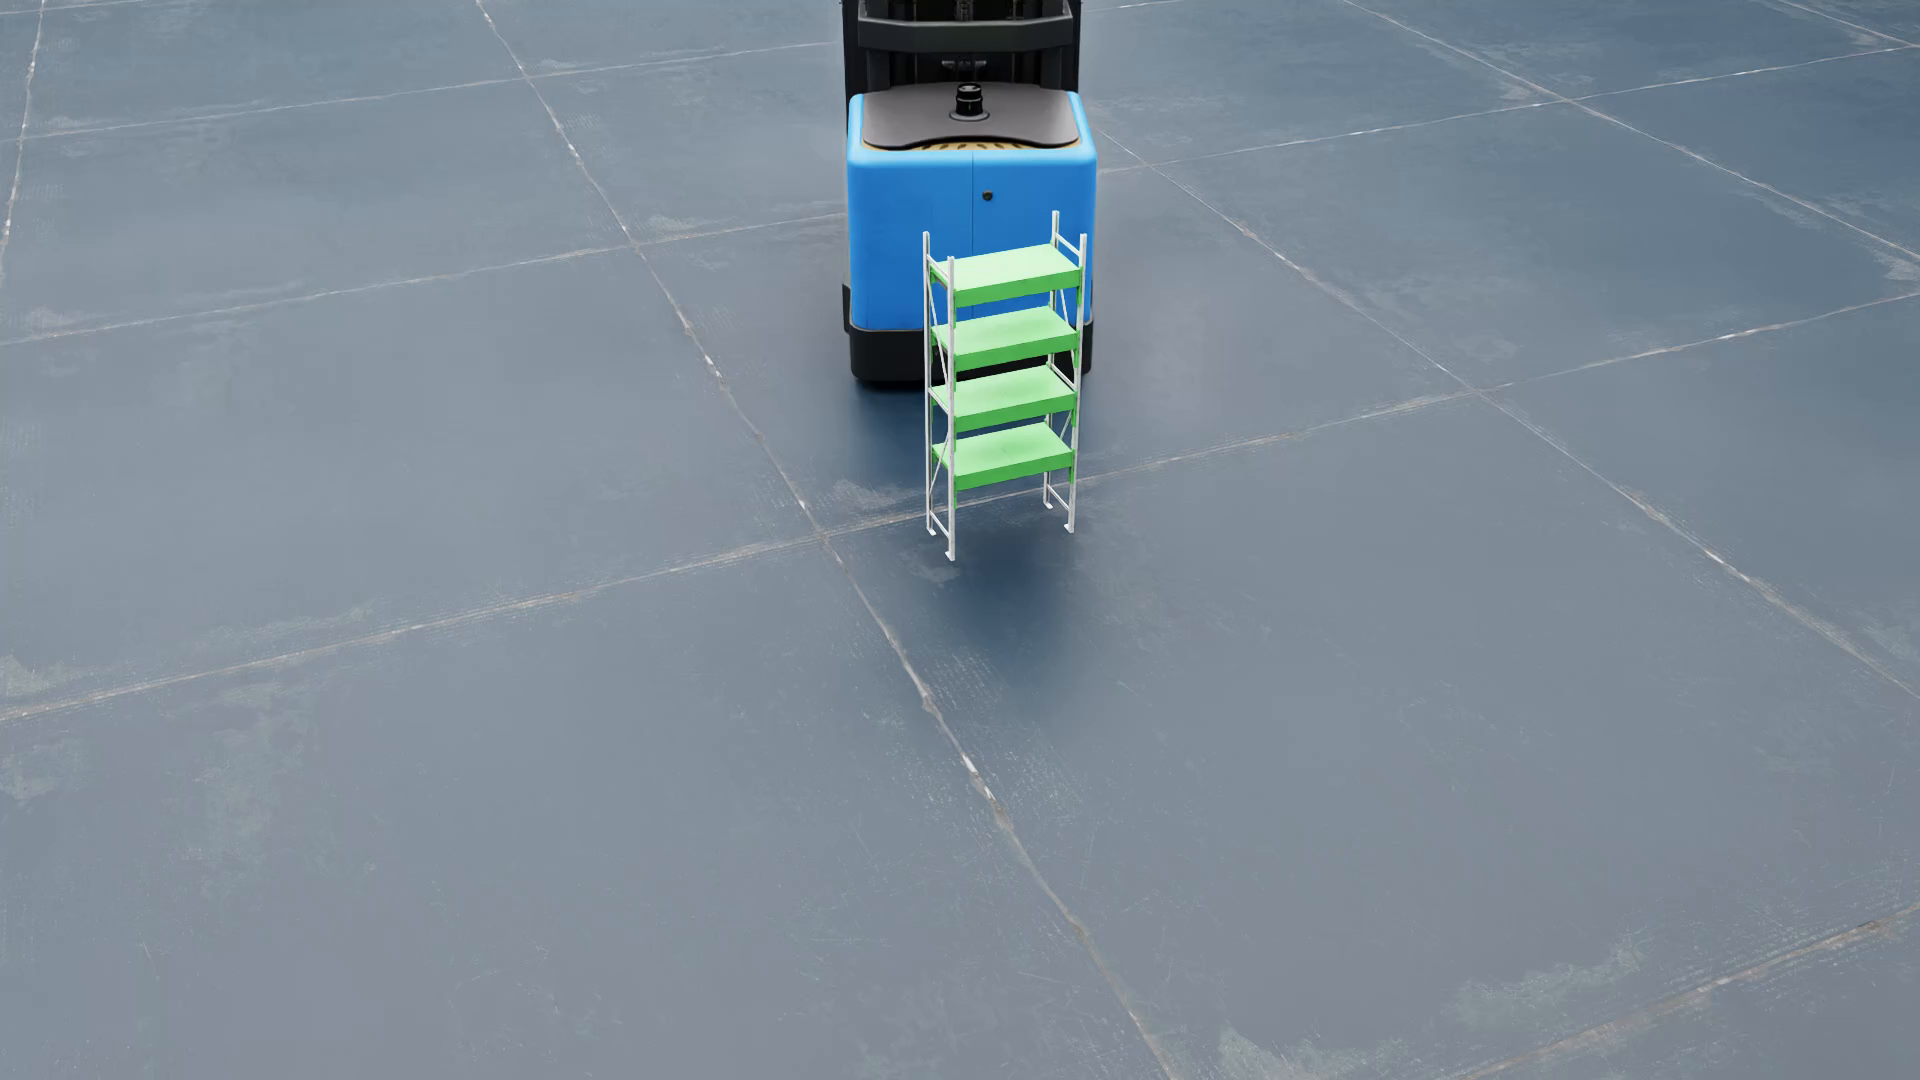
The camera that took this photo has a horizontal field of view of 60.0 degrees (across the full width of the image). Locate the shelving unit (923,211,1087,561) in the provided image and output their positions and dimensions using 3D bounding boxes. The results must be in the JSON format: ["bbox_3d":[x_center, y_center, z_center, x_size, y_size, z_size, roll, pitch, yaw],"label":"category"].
[{"bbox_3d":[0.153,-0.538,5.976,0.503,1.200,0.258,-13,35,-19],"label":"shelving unit"}]

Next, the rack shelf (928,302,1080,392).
[{"bbox_3d":[0.153,-0.685,5.880,0.480,0.148,0.258,-13,35,-19],"label":"rack shelf"}]

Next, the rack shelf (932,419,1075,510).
[{"bbox_3d":[0.153,-0.283,6.142,0.480,0.148,0.258,-13,35,-19],"label":"rack shelf"}]

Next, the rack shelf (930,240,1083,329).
[{"bbox_3d":[0.153,-0.887,5.750,0.480,0.148,0.258,-13,35,-19],"label":"rack shelf"}]

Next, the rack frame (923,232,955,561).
[{"bbox_3d":[-0.072,-0.486,5.897,0.015,1.200,0.240,-13,35,-19],"label":"rack frame"}]

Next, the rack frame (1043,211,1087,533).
[{"bbox_3d":[0.378,-0.589,6.056,0.015,1.200,0.240,-13,35,-19],"label":"rack frame"}]

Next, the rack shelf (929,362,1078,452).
[{"bbox_3d":[0.153,-0.484,6.011,0.480,0.148,0.258,-13,35,-19],"label":"rack shelf"}]

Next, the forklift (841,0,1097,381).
[{"bbox_3d":[-0.003,-2.686,7.691,1.130,2.935,3.031,-1,33,-2],"label":"forklift"}]
